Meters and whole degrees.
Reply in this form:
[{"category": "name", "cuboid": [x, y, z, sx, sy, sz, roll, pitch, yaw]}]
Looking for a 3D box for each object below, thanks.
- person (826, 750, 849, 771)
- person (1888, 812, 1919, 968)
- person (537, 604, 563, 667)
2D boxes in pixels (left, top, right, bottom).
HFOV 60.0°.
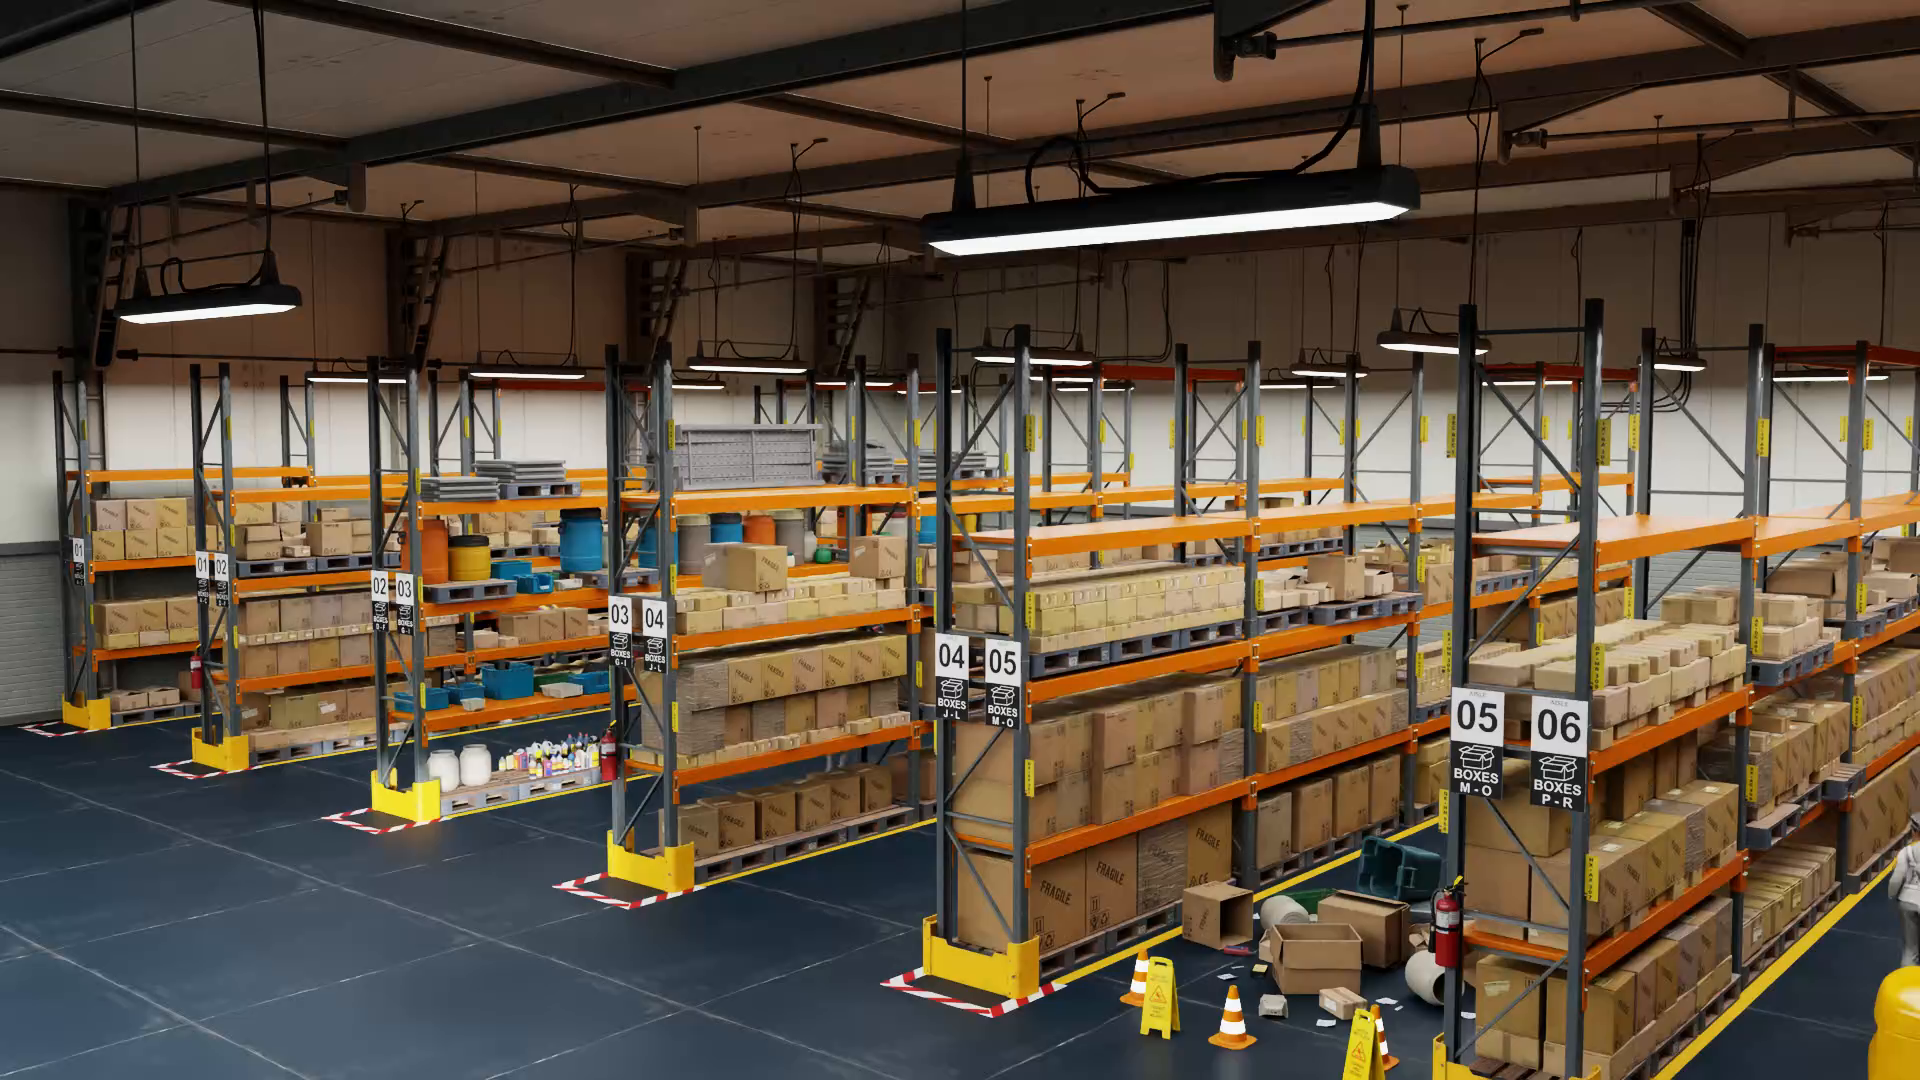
[{"category": "person", "cuboid": [-1.731, 2.699, 23.097, 0.443, 1.611, 0.433, 0, 4, 1]}, {"category": "person", "cuboid": [8.548, 3.294, 14.782, 0.643, 1.708, 0.612, 4, 6, 44]}, {"category": "person", "cuboid": [-8.121, 1.908, 33.118, 0.653, 1.790, 0.617, -2, 5, -26]}]
